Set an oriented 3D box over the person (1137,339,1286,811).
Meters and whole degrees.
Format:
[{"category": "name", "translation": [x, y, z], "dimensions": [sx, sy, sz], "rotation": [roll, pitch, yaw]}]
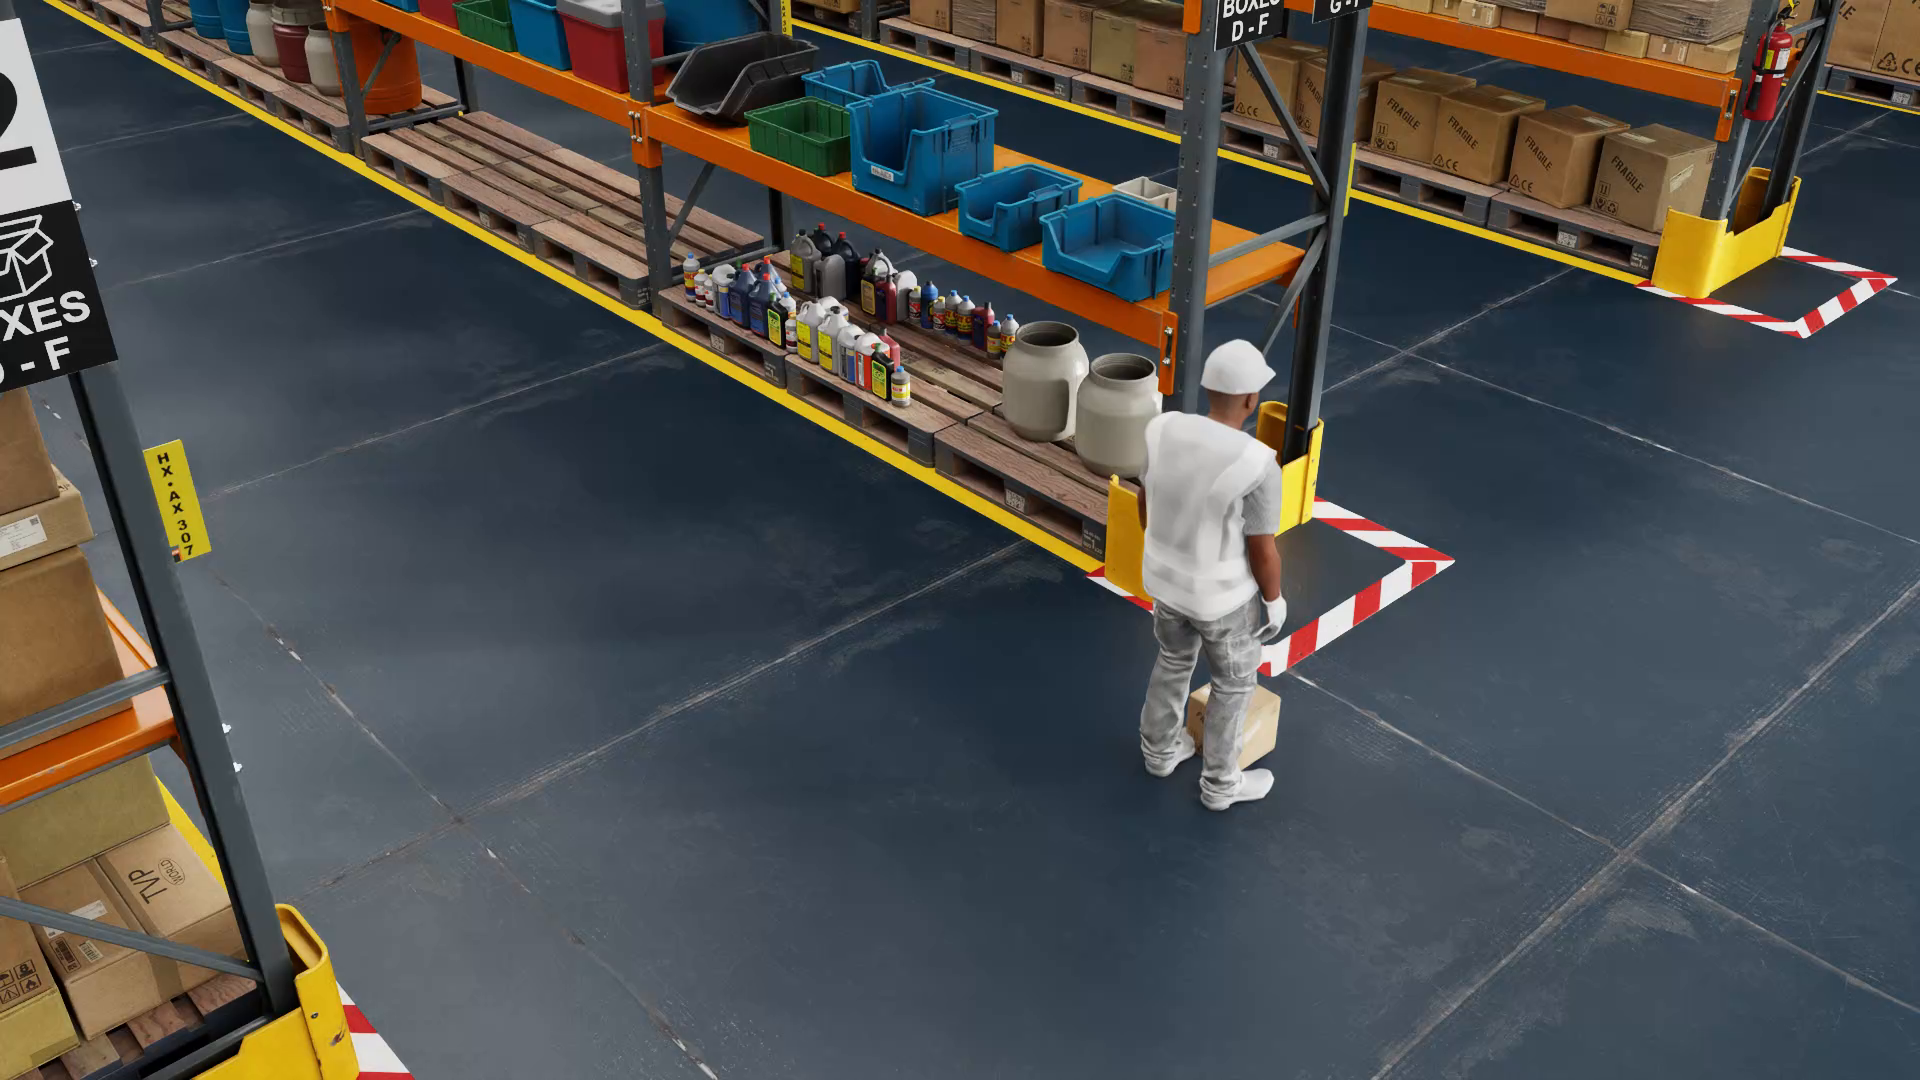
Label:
[{"category": "person", "translation": [0.884, 0.139, 5.898], "dimensions": [0.446, 1.774, 0.603], "rotation": [-26, 40, -35]}]
